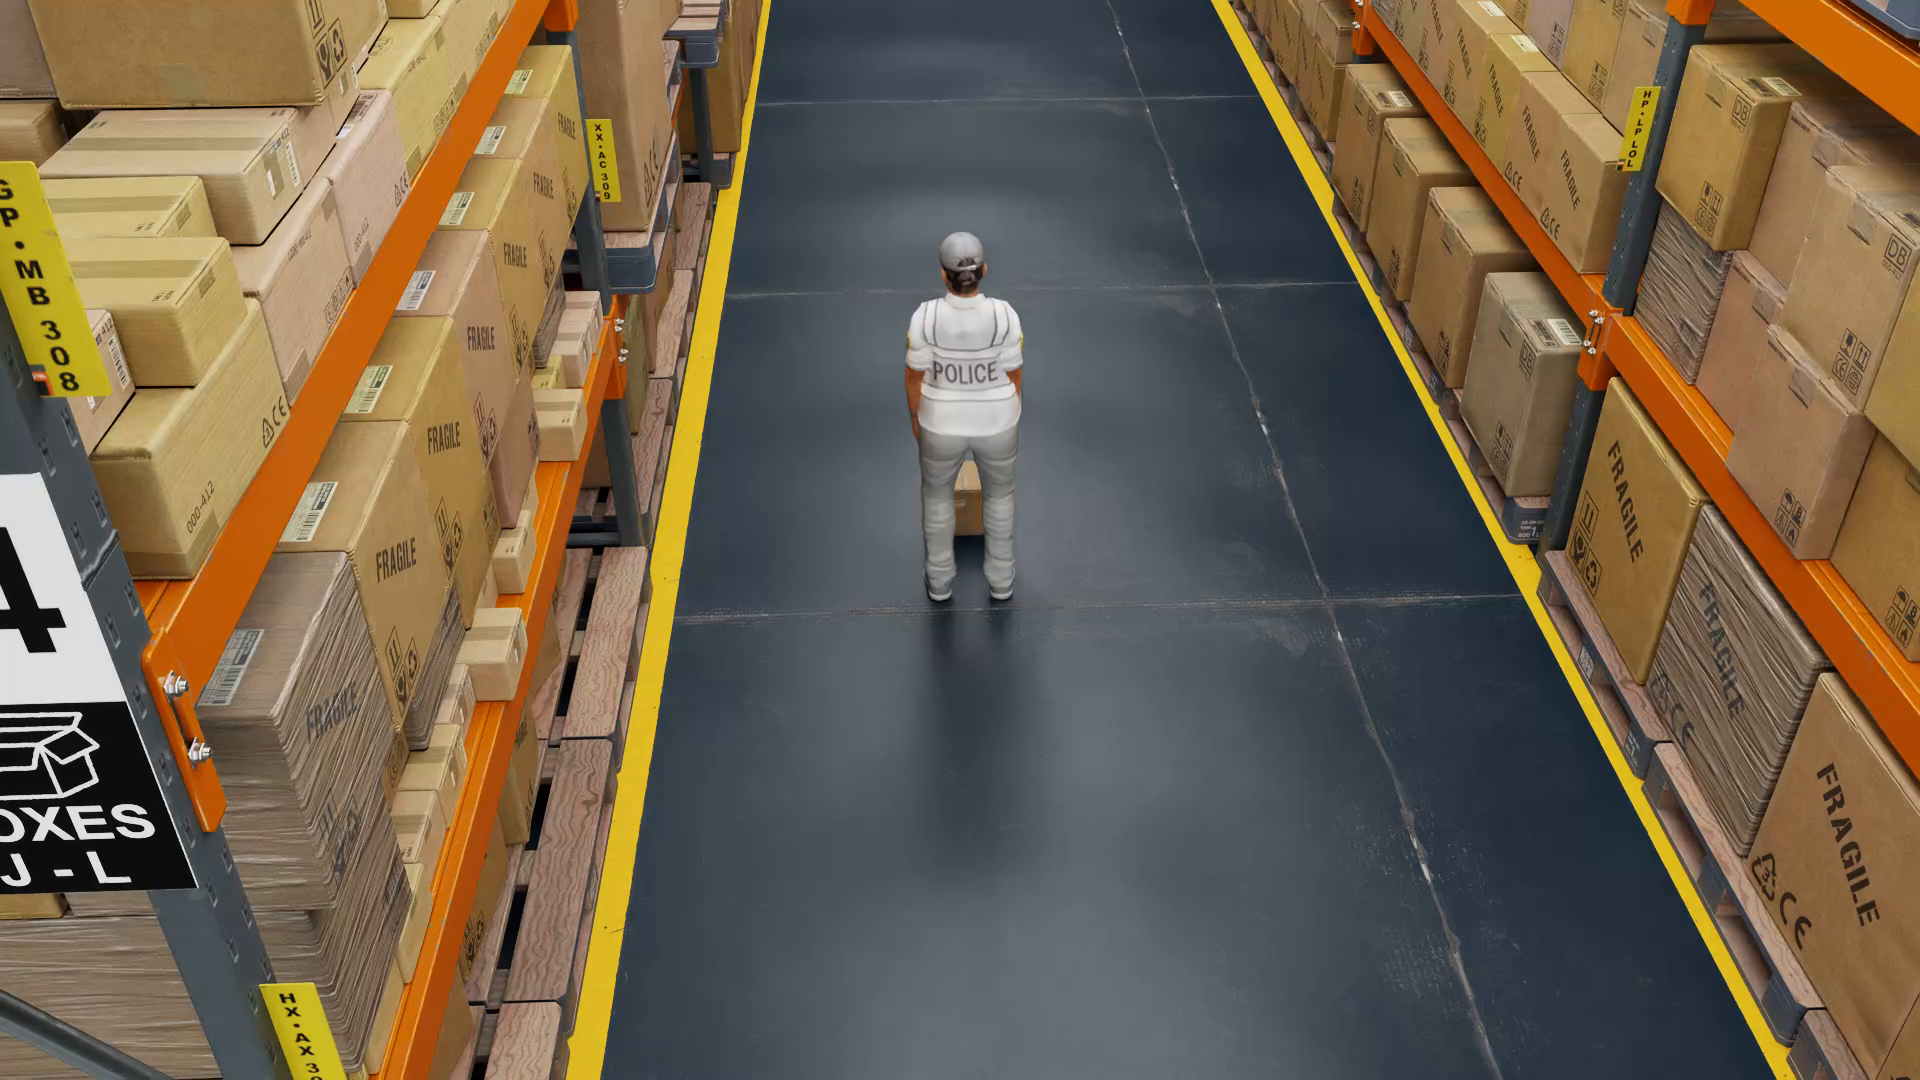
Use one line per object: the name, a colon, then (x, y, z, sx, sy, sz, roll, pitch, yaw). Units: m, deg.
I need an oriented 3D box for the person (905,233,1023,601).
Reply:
person: (0.013, -0.488, 6.843, 0.473, 1.656, 0.366, -1, 35, -1)
